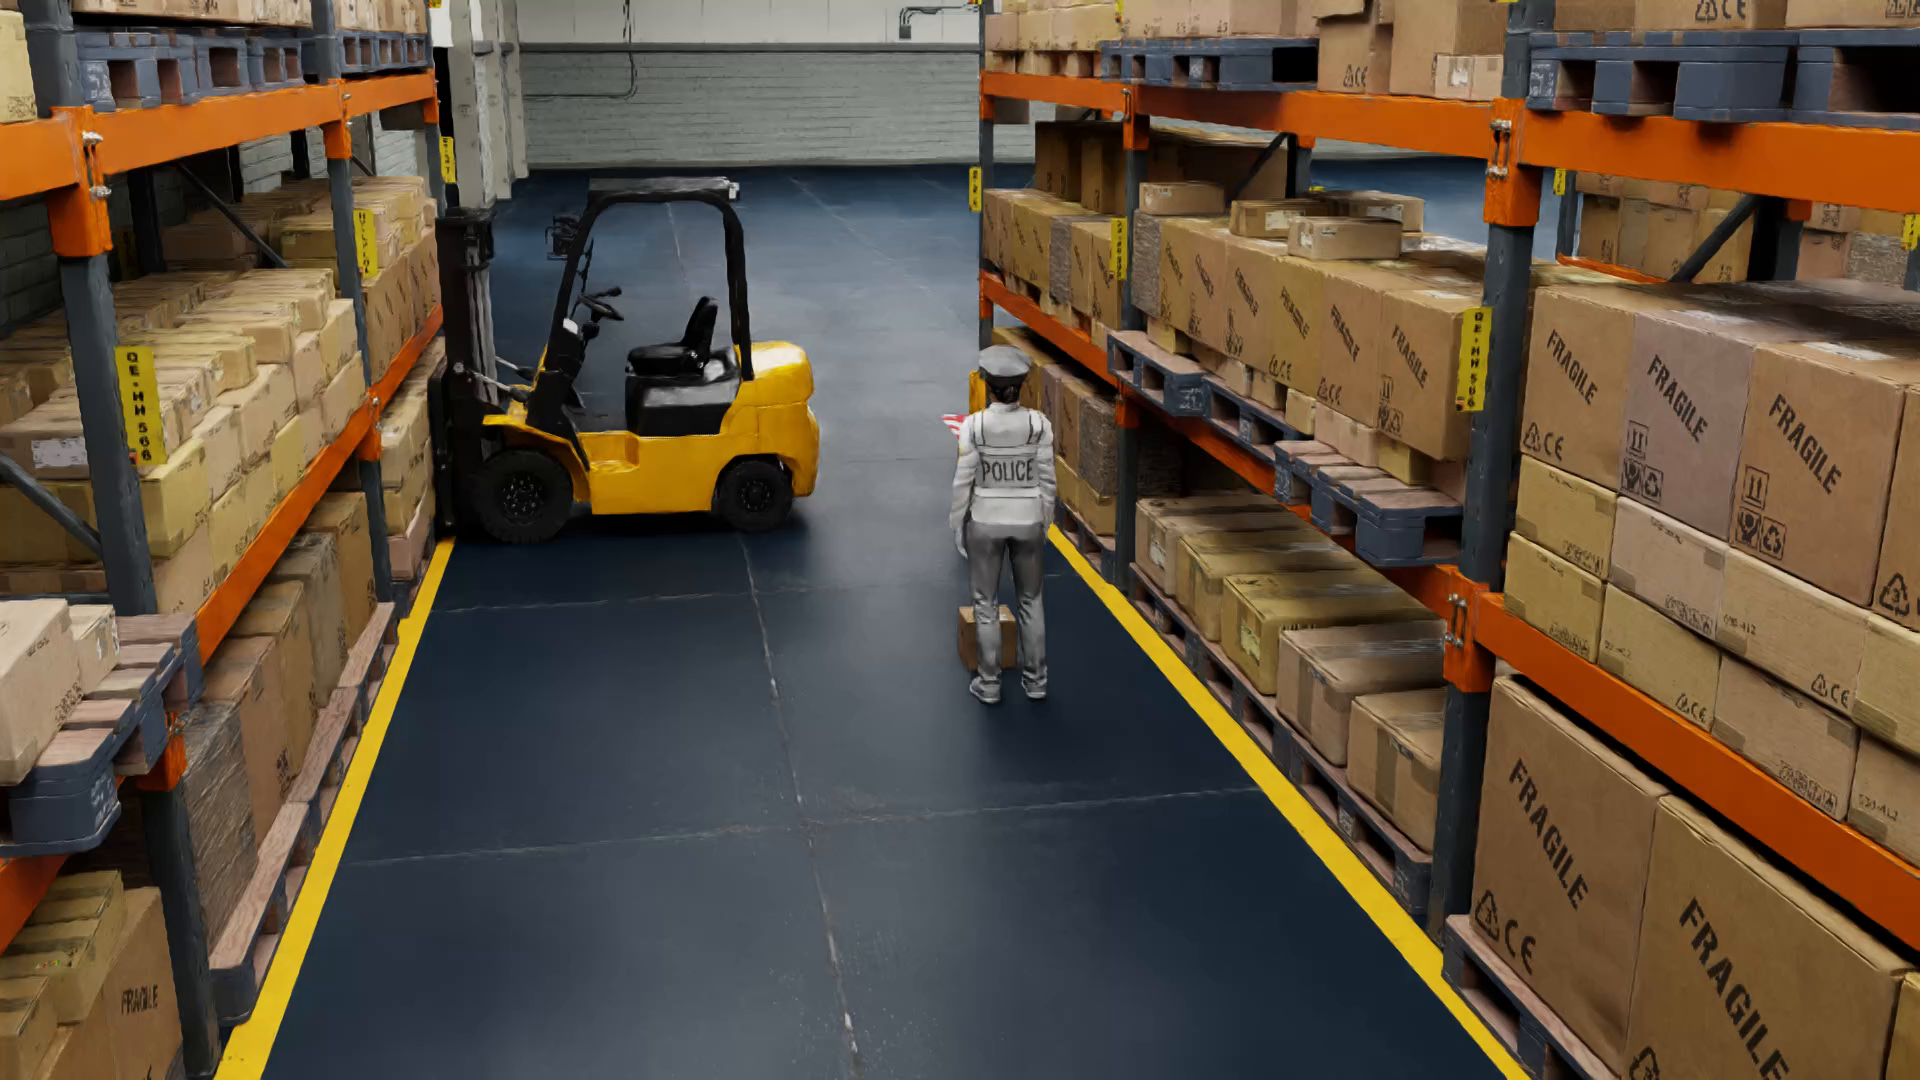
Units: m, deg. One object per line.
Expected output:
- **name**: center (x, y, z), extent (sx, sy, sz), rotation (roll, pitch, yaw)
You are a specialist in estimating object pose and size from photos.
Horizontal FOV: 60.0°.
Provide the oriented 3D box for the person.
- **person**: center (0.195, -0.066, 7.714), extent (0.489, 1.689, 0.374), rotation (-2, 17, -7)
